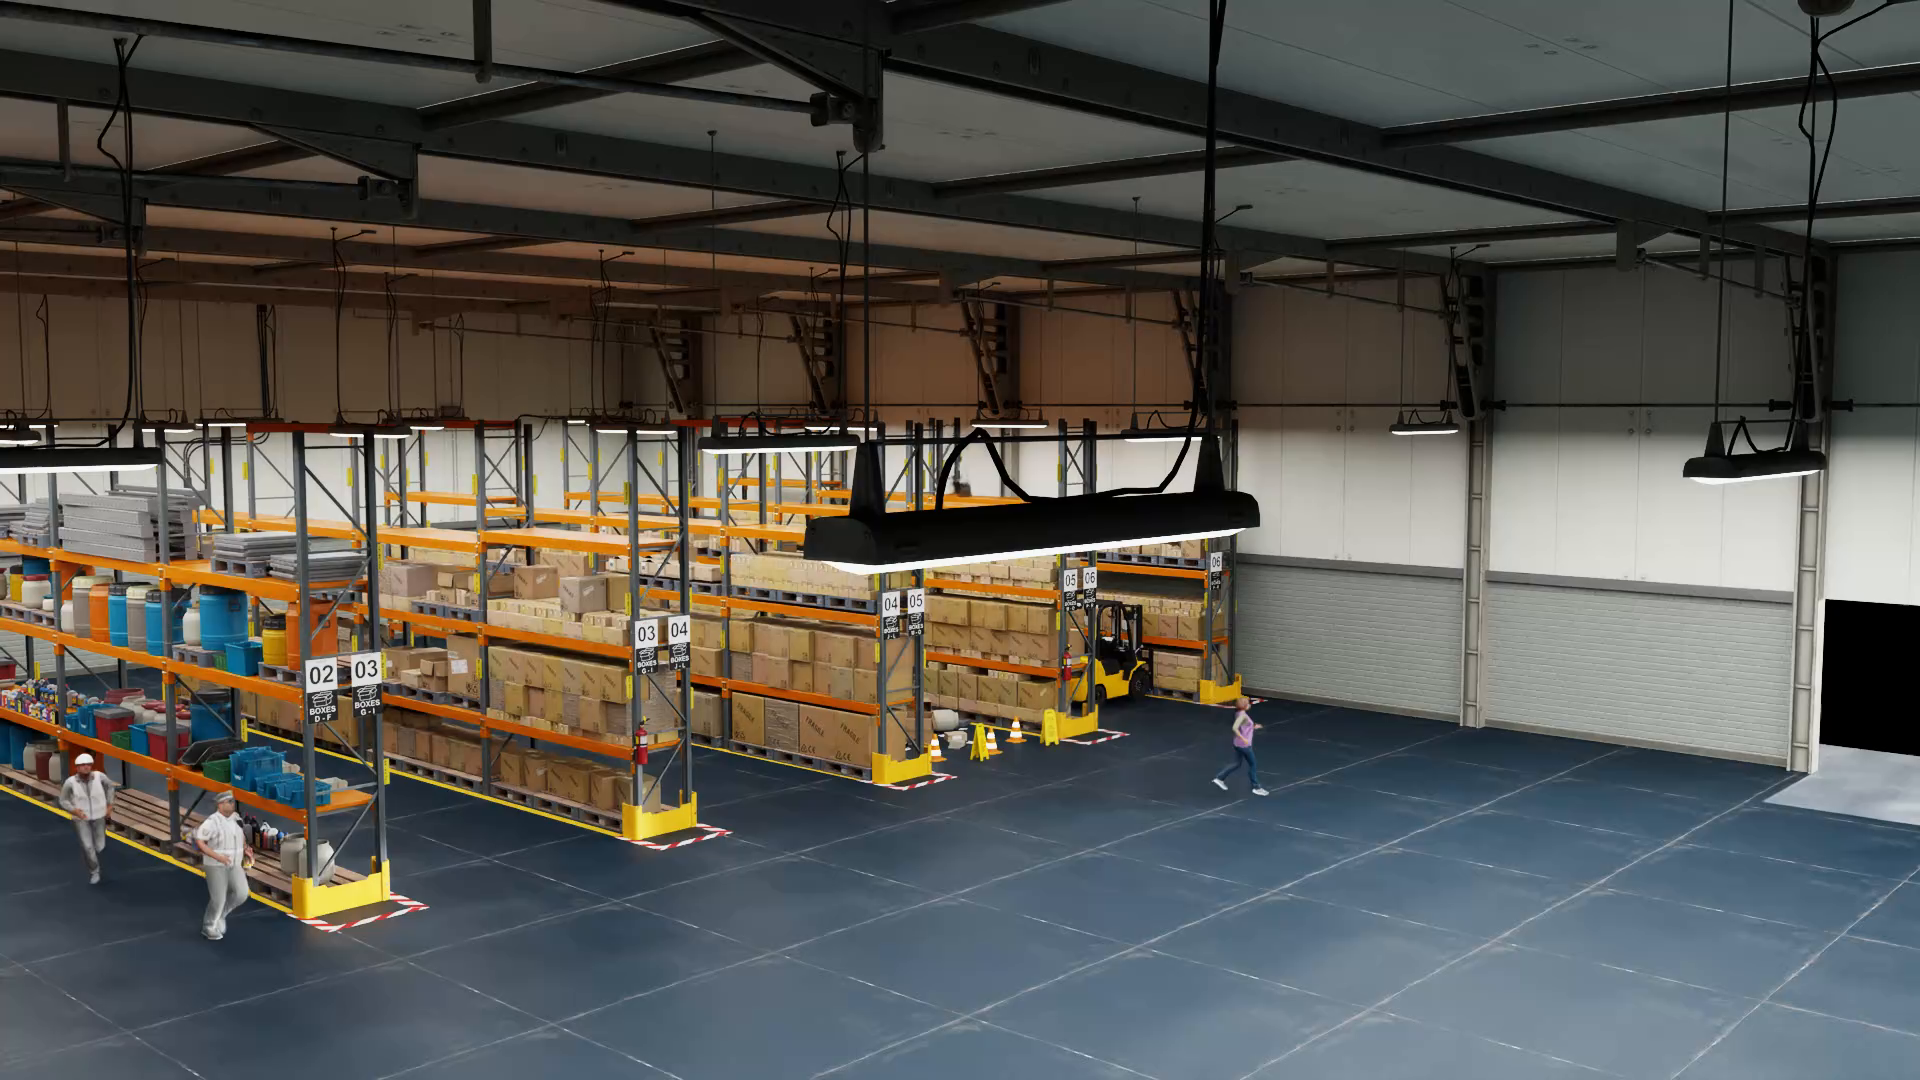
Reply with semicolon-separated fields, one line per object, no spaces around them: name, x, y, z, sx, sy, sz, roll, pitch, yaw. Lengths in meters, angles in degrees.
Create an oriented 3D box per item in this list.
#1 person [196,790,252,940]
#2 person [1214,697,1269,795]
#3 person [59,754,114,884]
person;-8.719;3.849;19.819;0.522;1.732;0.736;2;5;25
person;4.548;3.321;26.819;0.891;1.588;0.536;0;5;-5
person;-11.630;3.679;22.163;0.688;1.736;0.704;-4;6;-40
